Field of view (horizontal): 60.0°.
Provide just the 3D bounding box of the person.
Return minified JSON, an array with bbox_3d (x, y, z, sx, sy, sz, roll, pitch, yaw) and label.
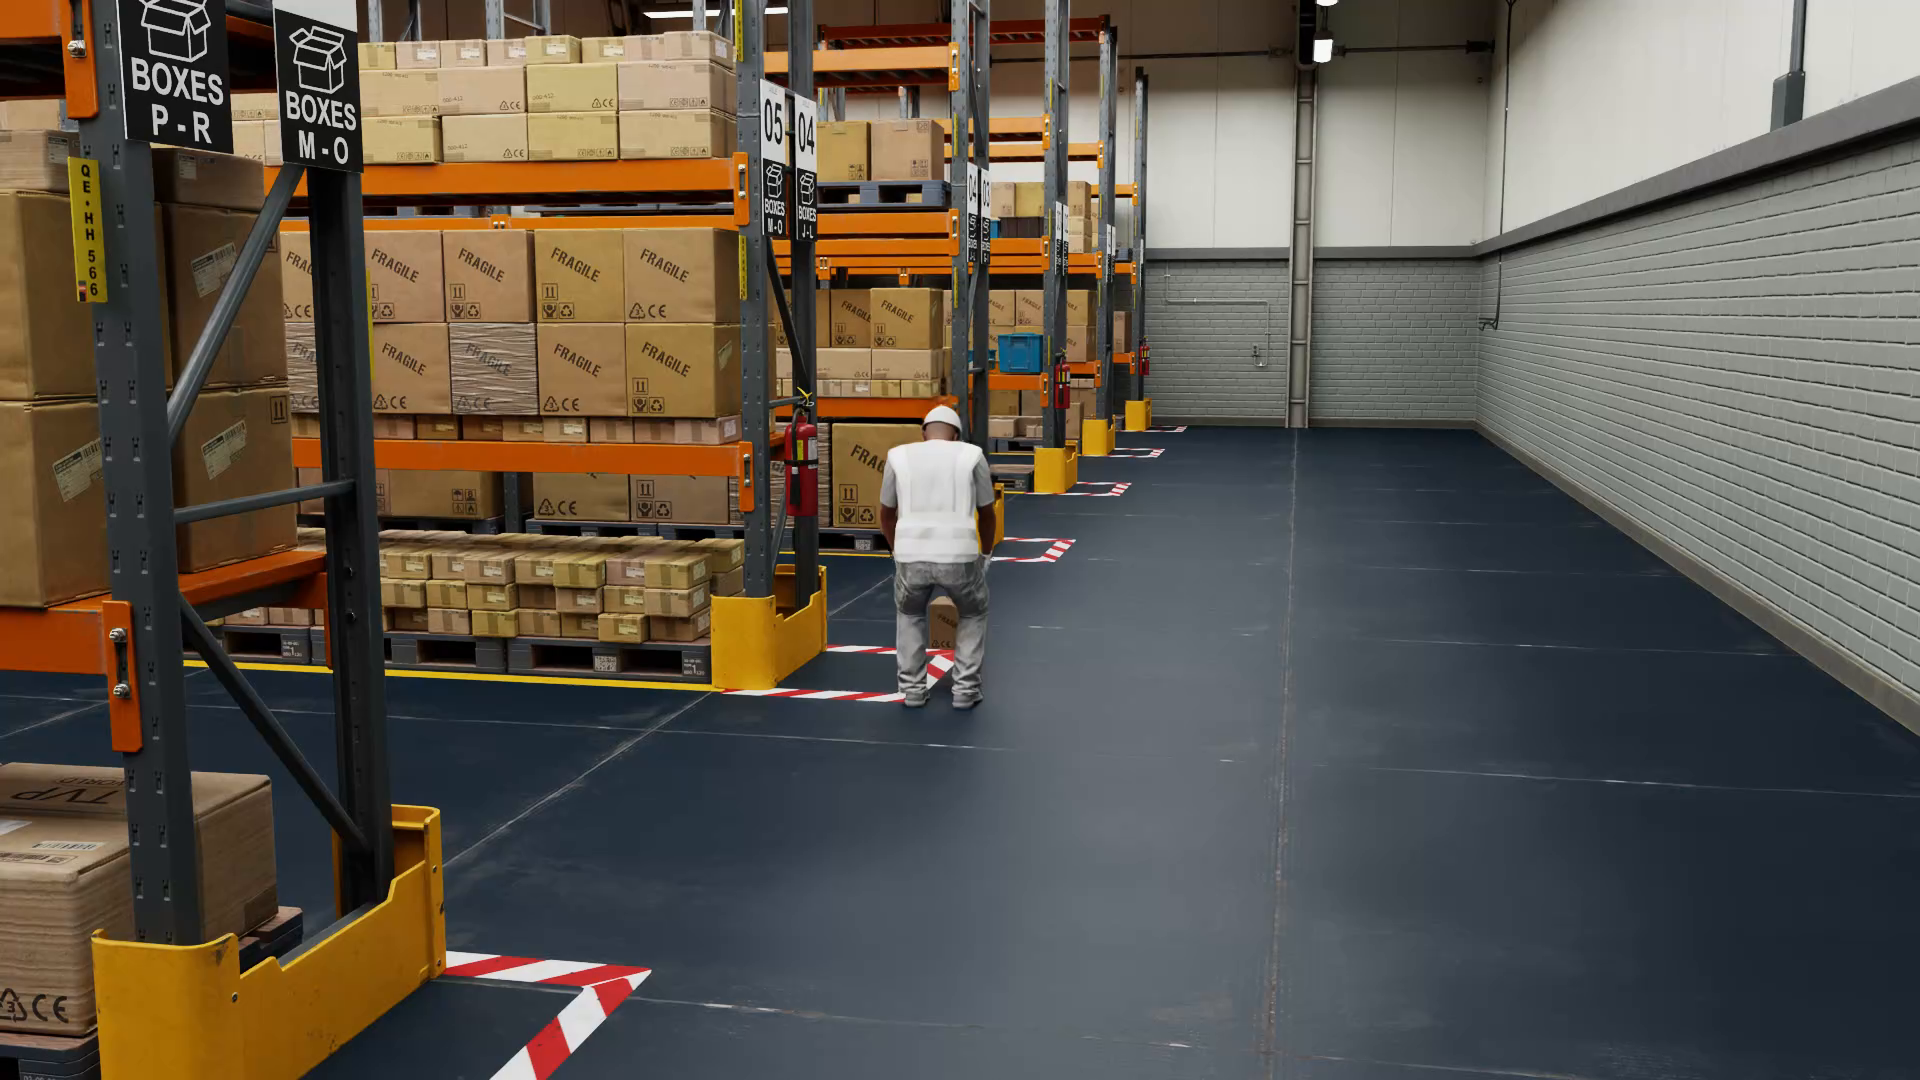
[{"bbox_3d":[-0.129,0.083,8.582,0.608,1.526,0.696,1,8,10],"label":"person"}]
